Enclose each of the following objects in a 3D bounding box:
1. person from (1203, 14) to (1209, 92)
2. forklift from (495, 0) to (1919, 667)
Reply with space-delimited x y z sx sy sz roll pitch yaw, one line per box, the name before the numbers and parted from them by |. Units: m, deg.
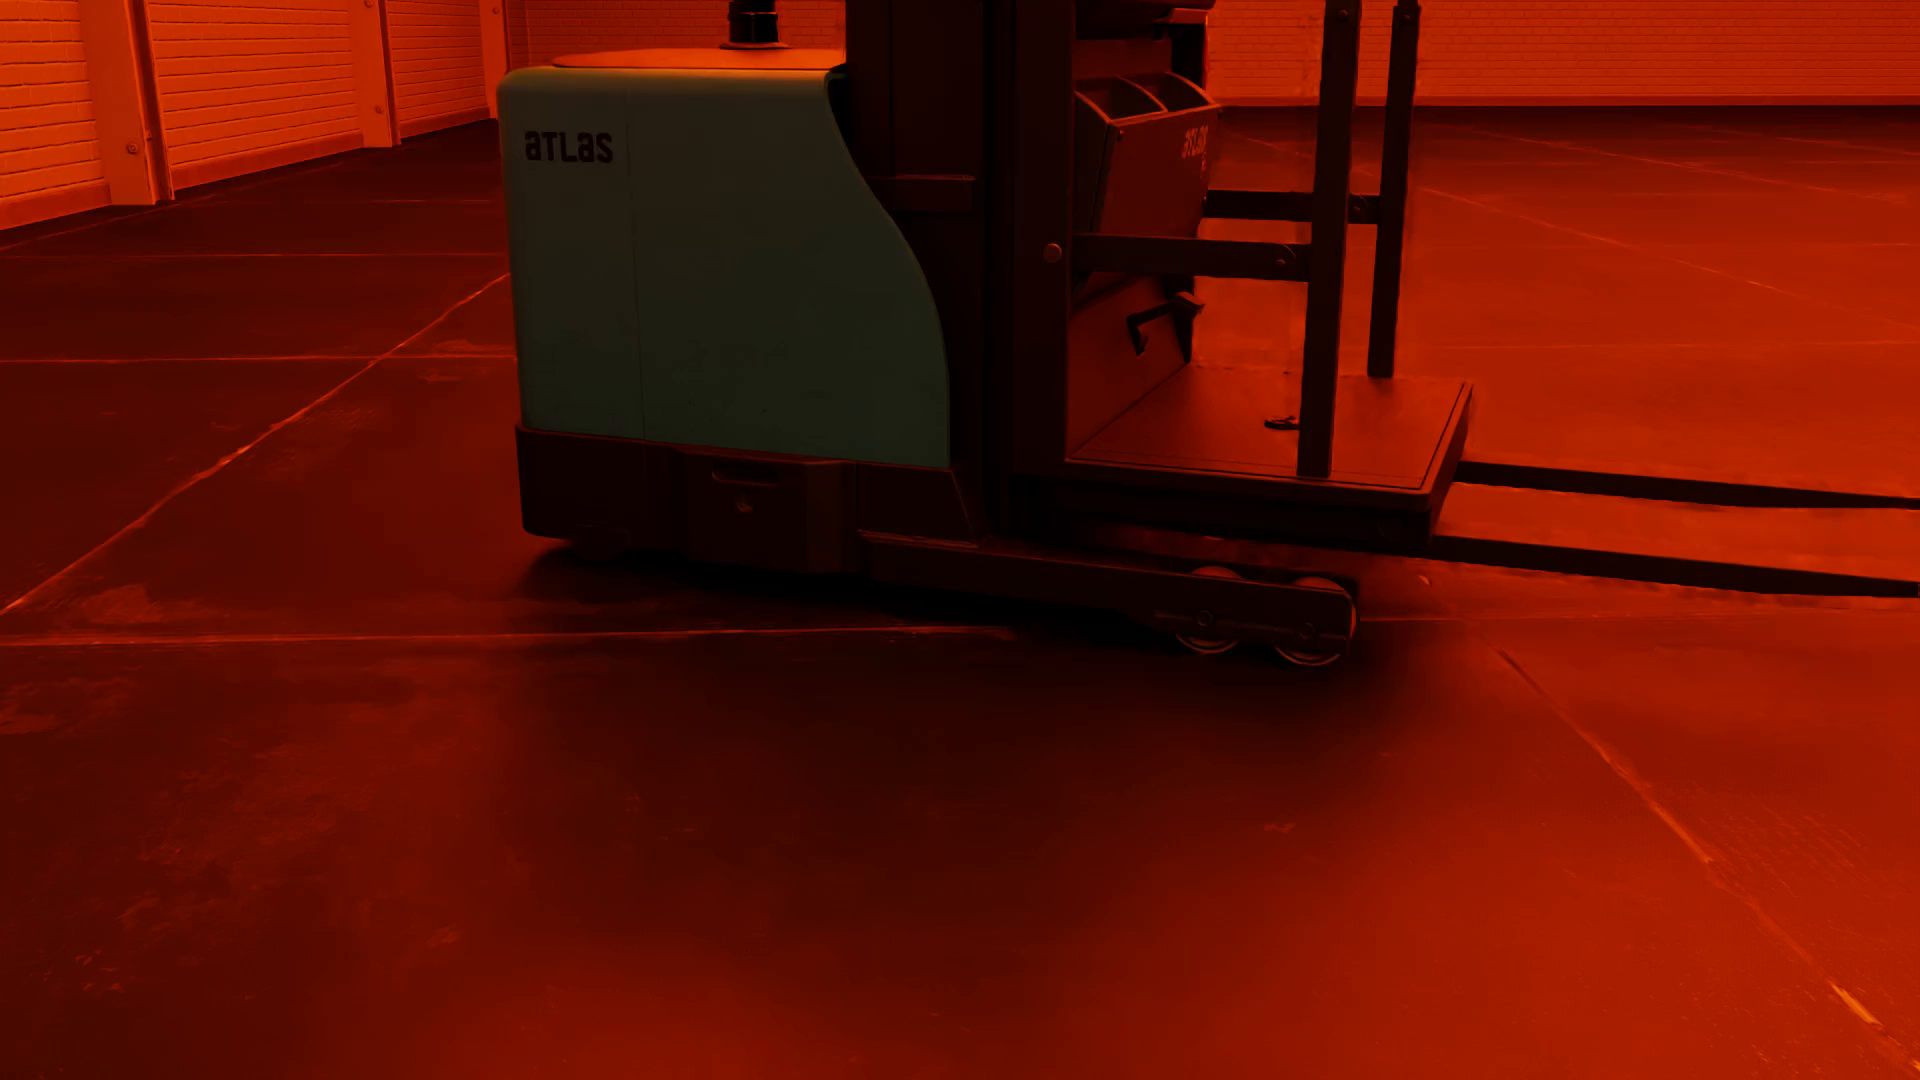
person | 0.680 -1.757 6.782 0.667 1.802 0.565 4 18 13
forklift | 0.578 -1.338 3.283 3.031 2.935 1.130 6 18 20
